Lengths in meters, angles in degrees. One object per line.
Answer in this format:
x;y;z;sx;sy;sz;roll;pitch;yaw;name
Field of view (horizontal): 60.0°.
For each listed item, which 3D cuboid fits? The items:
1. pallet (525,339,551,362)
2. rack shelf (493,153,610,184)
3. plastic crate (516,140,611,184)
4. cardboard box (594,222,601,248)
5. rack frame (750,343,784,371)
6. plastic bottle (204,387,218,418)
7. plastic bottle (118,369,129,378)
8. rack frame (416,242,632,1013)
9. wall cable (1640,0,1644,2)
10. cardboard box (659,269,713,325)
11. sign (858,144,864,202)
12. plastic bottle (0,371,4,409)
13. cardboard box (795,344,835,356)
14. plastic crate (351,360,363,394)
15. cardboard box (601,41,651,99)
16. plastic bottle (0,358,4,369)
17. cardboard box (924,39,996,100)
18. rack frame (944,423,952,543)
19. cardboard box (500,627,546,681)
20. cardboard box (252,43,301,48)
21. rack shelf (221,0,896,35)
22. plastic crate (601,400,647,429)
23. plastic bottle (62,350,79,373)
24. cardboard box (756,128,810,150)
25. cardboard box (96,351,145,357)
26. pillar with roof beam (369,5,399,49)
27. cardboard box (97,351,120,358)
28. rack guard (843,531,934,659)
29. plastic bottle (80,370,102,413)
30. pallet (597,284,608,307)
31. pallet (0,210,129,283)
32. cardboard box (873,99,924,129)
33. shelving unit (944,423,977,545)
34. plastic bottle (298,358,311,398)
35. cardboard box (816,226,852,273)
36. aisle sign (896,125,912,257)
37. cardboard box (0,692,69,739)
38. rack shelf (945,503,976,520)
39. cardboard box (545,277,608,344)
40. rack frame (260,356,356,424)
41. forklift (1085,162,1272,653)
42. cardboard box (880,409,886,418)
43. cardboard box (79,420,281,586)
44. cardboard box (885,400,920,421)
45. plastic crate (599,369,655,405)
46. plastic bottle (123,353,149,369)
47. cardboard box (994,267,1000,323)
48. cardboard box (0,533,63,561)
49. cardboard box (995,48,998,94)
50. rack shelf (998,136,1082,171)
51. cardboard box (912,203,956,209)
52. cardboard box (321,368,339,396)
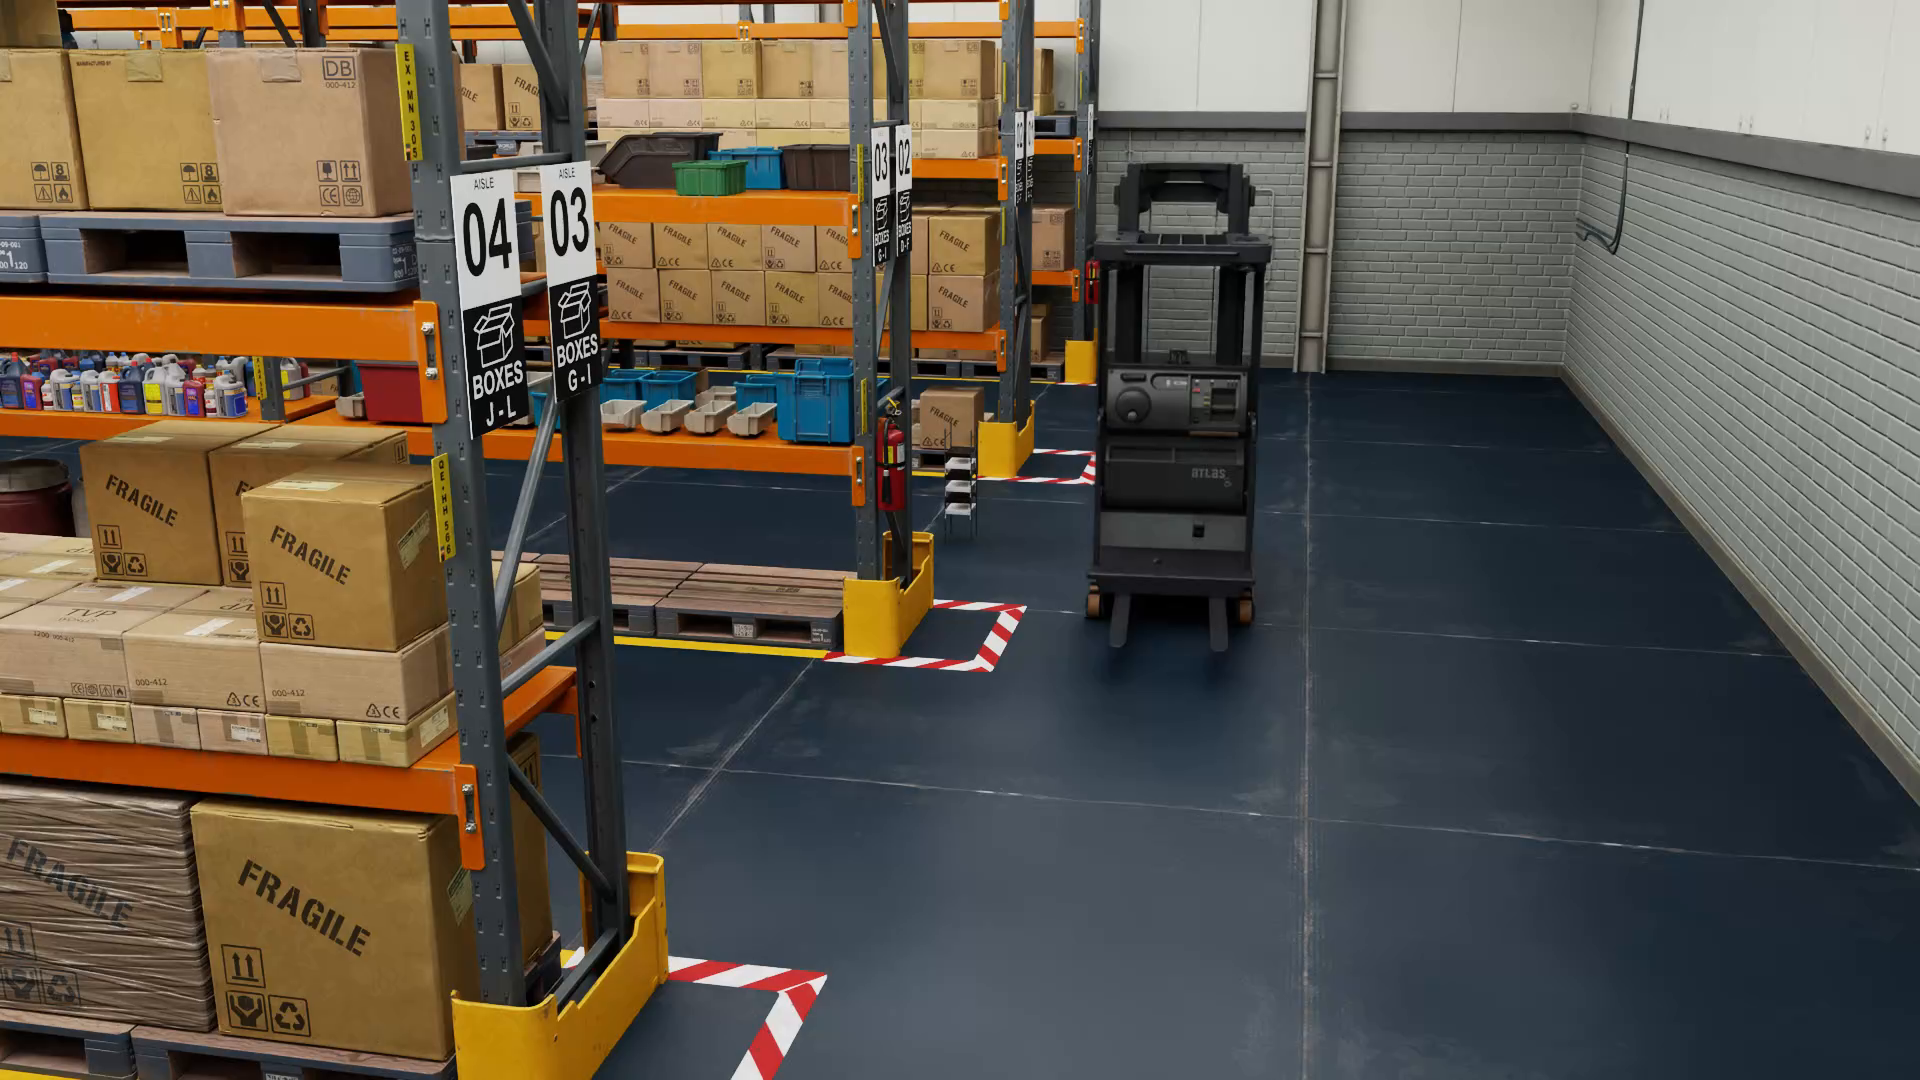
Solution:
-5.586;-2.476;21.535;1.213;0.211;1.003;3;16;11;pallet
-5.368;-3.578;16.018;4.000;0.370;1.077;3;16;11;rack shelf
-2.589;-2.451;10.826;0.530;0.282;0.437;3;16;11;plastic crate
-4.410;-3.907;20.697;0.500;0.500;0.500;4;16;13;cardboard box
-2.424;-3.669;20.617;0.127;3.000;1.000;3;16;11;rack frame
-4.968;-0.917;11.055;0.097;0.201;0.097;0;15;0;plastic bottle
-5.695;-1.031;11.337;0.097;0.271;0.097;0;15;0;plastic bottle
-1.466;0.431;5.816;0.127;3.000;1.000;3;16;11;rack frame
6.428;-6.182;14.810;0.112;2.526;3.097;3;16;11;wall cable
-2.460;-2.296;15.475;0.500;0.500;0.500;3;16;12;cardboard box
-0.572;-2.115;9.584;0.005;0.325;0.100;3;16;11;sign
-6.600;-1.049;11.391;0.135;0.276;0.152;3;16;11;plastic bottle
-1.712;-2.600;20.655;0.500;0.500;0.700;3;16;12;cardboard box
-3.873;-1.163;11.488;0.575;0.384;0.392;3;16;11;plastic crate
-2.924;-4.332;15.334;0.500;0.500;0.700;3;16;11;cardboard box
-7.024;-1.235;12.204;0.097;0.201;0.097;0;15;0;plastic bottle
0.005;-4.159;14.706;0.500;0.500;0.700;3;16;11;cardboard box
-0.092;-0.439;12.890;0.006;0.900;0.240;3;16;11;rack frame
-1.748;0.447;6.229;0.250;0.149;0.380;3;16;12;cardboard box
-6.401;-4.509;15.972;0.500;0.500;0.500;3;16;11;cardboard box
-2.439;-3.322;10.226;4.000;0.370;1.077;3;16;11;rack shelf
-2.167;-0.801;10.645;0.250;0.136;0.298;3;16;11;plastic crate
-6.417;-1.230;12.032;0.133;0.283;0.061;3;16;11;plastic bottle
-1.511;-3.575;14.941;0.500;0.250;0.500;3;16;11;cardboard box
-8.798;-1.891;17.514;0.500;0.311;0.500;3;16;10;cardboard box
-8.303;-5.942;17.586;0.400;9.000;9.100;3;16;11;pillar with roof beam
-8.895;-1.750;17.004;0.500;0.311;0.500;3;16;11;cardboard box
-0.453;0.338;10.835;0.348;0.500;1.175;3;16;11;rack guard
-5.833;-1.007;11.241;0.135;0.276;0.152;3;16;11;plastic bottle
-4.169;-2.351;16.221;1.213;0.211;1.003;3;16;11;pallet
-3.394;-1.072;5.792;1.213;0.211;1.003;3;16;11;pallet
-0.532;-3.761;14.677;0.500;0.250;0.500;3;16;11;cardboard box
0.008;-0.433;12.870;0.210;0.900;0.258;3;16;11;shelving unit
-4.673;-1.152;11.750;0.133;0.283;0.061;3;16;11;plastic bottle
-0.983;-2.695;15.041;0.500;0.500;0.500;4;16;13;cardboard box
-0.349;-2.191;10.413;0.004;0.787;0.394;3;16;11;aisle sign
-3.136;0.552;5.851;0.250;0.149;0.380;3;16;11;cardboard box
0.008;-0.228;12.927;0.200;0.077;0.258;3;16;11;rack shelf
-4.792;-2.926;21.177;0.750;0.750;0.750;3;16;11;cardboard box
-4.398;-1.077;11.261;0.127;3.000;1.000;3;16;11;rack frame
1.428;-0.953;10.943;1.130;2.935;3.031;2;16;7;forklift
-0.995;-1.070;15.561;0.500;0.250;0.500;3;16;11;cardboard box
-2.881;-0.150;6.233;0.500;0.500;0.500;3;16;10;cardboard box
-0.454;-1.177;15.947;0.500;0.250;0.500;3;16;11;cardboard box
-2.239;-0.998;11.176;0.300;0.233;0.416;3;16;11;plastic crate
-5.911;-1.203;11.949;0.135;0.276;0.152;3;16;11;plastic bottle
0.130;-2.301;15.491;0.500;0.500;0.500;3;16;12;cardboard box
-3.893;0.156;6.532;0.500;0.250;0.500;3;16;12;cardboard box
0.236;-5.438;19.289;0.500;0.500;0.500;4;16;13;cardboard box
-0.464;-4.661;19.929;4.000;0.370;1.077;3;16;11;rack shelf
-0.467;-3.704;20.182;0.700;0.700;0.980;2;16;8;cardboard box
-5.934;-1.439;16.428;0.500;0.500;0.500;3;16;10;cardboard box
